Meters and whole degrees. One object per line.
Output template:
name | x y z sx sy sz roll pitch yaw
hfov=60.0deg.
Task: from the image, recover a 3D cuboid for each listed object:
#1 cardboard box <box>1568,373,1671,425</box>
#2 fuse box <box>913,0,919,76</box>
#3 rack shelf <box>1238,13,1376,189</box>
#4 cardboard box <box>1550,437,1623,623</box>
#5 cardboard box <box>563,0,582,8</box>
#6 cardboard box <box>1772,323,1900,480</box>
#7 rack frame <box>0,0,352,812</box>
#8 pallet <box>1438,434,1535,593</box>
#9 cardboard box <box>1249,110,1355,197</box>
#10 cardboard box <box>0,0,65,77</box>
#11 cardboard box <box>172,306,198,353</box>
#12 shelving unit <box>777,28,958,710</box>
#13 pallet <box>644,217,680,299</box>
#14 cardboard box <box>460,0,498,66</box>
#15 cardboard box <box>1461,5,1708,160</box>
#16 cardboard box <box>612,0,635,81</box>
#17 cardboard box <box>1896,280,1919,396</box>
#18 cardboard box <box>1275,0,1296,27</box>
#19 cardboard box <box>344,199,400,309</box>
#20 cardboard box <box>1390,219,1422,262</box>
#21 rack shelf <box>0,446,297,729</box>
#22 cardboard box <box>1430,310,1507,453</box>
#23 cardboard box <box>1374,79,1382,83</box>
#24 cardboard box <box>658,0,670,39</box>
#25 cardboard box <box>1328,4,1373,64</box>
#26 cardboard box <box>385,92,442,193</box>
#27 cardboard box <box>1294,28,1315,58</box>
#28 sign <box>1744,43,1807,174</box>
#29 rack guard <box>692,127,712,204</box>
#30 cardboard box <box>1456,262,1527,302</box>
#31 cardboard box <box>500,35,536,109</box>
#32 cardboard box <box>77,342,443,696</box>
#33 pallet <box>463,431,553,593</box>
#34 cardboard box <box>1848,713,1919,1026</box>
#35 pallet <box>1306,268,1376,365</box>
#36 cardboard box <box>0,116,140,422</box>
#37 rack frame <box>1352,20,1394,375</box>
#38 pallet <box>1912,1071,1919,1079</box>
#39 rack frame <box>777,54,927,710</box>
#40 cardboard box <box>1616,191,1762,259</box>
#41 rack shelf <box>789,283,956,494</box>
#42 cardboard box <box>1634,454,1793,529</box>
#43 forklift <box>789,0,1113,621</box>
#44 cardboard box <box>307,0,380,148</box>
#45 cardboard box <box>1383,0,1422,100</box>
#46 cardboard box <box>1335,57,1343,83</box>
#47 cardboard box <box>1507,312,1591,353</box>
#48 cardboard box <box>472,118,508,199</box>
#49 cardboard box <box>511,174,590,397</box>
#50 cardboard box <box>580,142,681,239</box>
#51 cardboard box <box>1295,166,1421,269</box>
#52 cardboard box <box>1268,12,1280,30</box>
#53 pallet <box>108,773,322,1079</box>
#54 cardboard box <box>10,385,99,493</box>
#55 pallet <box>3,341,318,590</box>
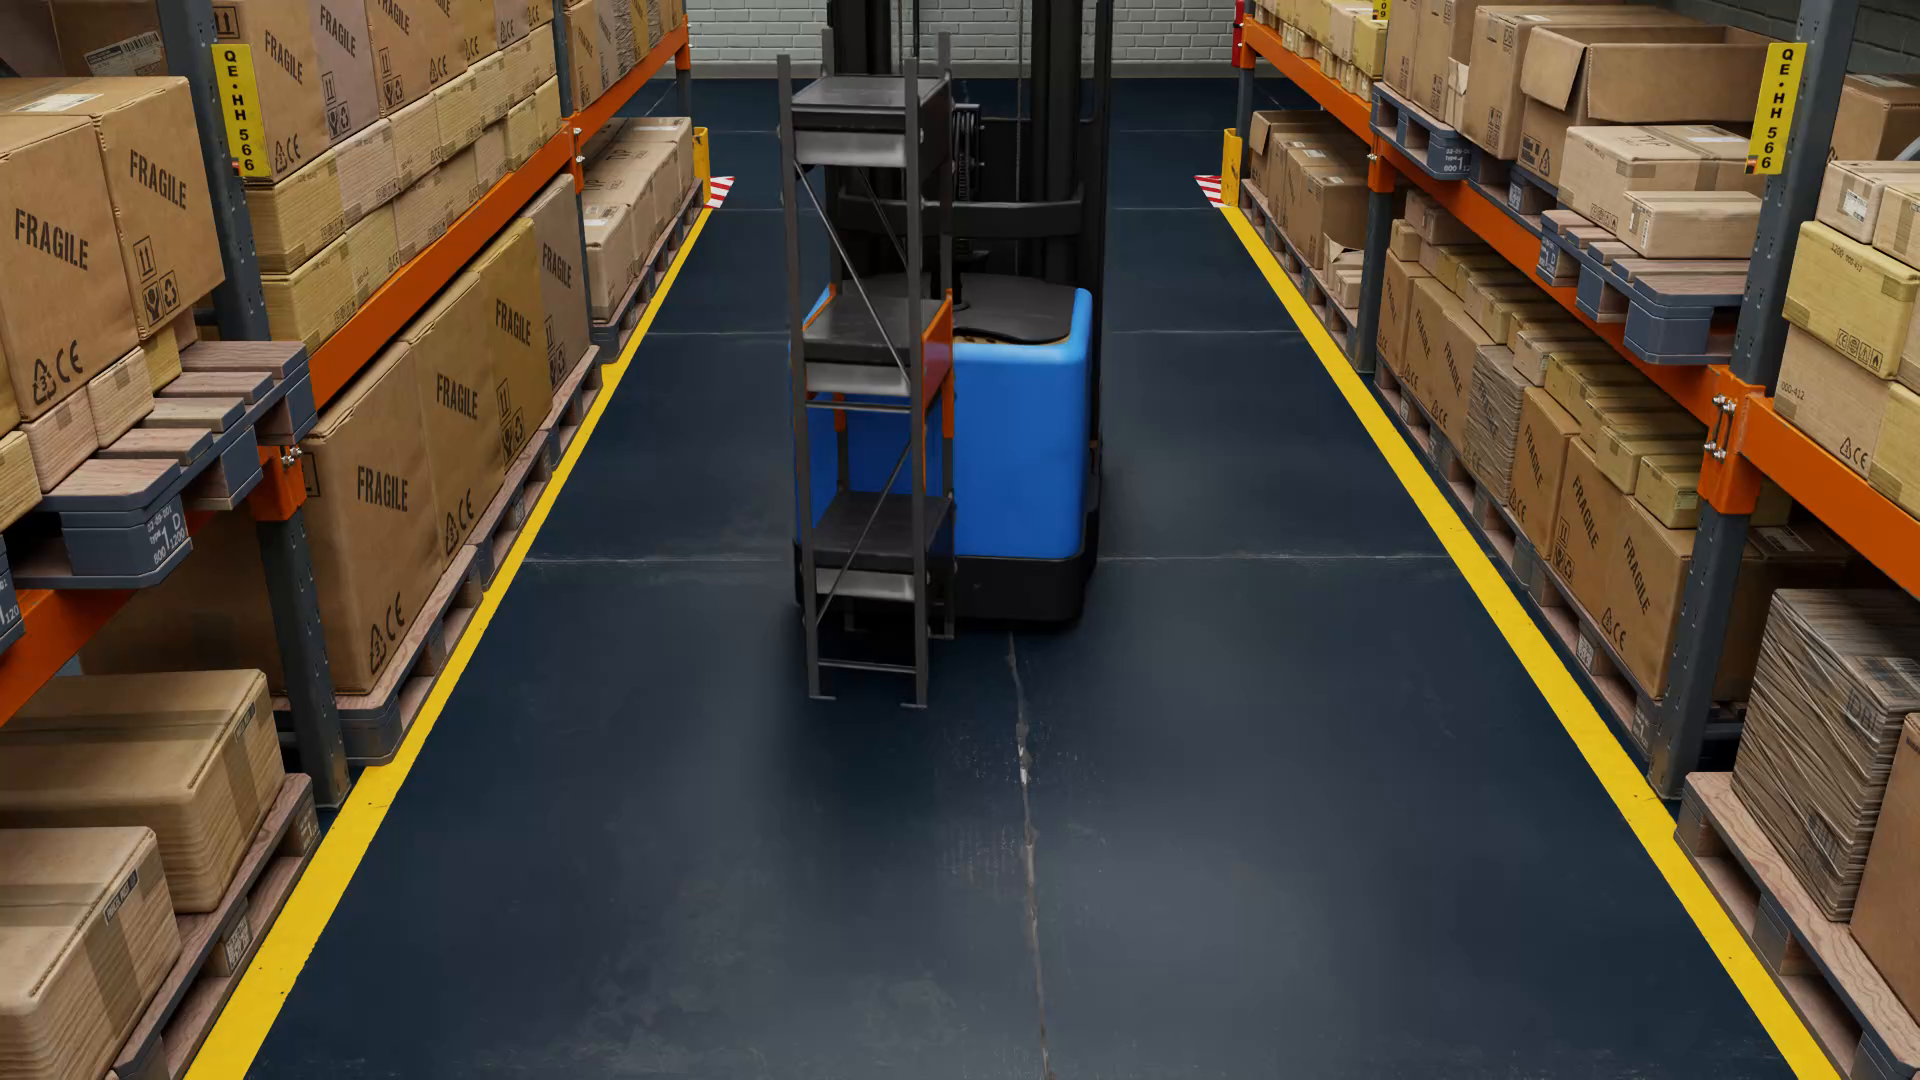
cardboard box | 2.401 -0.485 5.918 0.380 0.149 0.250 0 24 1
fuse box | -0.424 -5.563 16.972 0.539 1.711 0.414 0 24 -1
rack shelf | 2.544 -2.749 10.061 1.077 0.370 4.000 0 24 -1
cardboard box | 2.395 -0.036 5.714 0.500 0.500 0.500 -1 24 -1
cardboard box | -2.160 -2.927 8.247 0.500 0.500 0.500 0 24 0
cardboard box | 2.370 -0.352 4.070 0.500 0.250 0.500 0 24 0
rack frame | -2.354 -0.580 4.393 1.000 3.000 0.127 0 24 -1
pallet | 2.629 -0.143 6.810 1.003 0.211 1.213 0 24 -1
cardboard box | 2.434 -2.702 11.604 0.797 0.503 0.637 -1 24 -3
cardboard box | -2.621 -1.293 4.635 0.500 0.500 0.500 -1 24 -2
cardboard box | -2.115 -0.523 4.062 0.380 0.149 0.250 1 24 1
shelving unit | -0.267 -0.506 5.309 0.431 2.100 0.503 4 26 10
pallet | -2.343 -1.776 10.420 1.003 0.211 1.213 0 24 -1
cardboard box | -2.142 -2.125 6.473 0.500 0.500 0.500 0 24 1
cardboard box | 2.362 -1.752 6.353 0.700 0.500 0.500 0 24 -1
cardboard box | -2.141 -2.881 9.359 0.500 0.500 0.500 0 24 0
cardboard box | 2.375 -0.373 3.511 0.500 0.250 0.500 0 24 1
cardboard box | 2.273 -3.363 10.367 0.500 0.250 0.500 -1 24 -2
cardboard box | -2.131 -0.926 5.340 0.500 0.250 0.500 -1 24 -2
cardboard box | 2.304 -1.451 8.056 0.380 0.149 0.250 1 24 2
rack shelf | -2.332 0.572 2.719 1.077 0.370 4.000 0 24 -1
cardboard box | 2.363 -0.679 7.136 0.500 0.500 0.500 -1 24 -2
cardboard box | 2.310 -2.268 8.430 0.380 0.149 0.250 0 24 0
cardboard box | -2.180 -3.518 10.767 0.500 0.500 0.500 -1 24 -2
cardboard box | 2.296 -2.735 8.978 0.500 0.250 0.500 0 24 0
cardboard box | -2.110 -1.368 5.710 0.500 0.250 0.500 0 24 -1
cardboard box | 2.239 -3.010 10.070 0.380 0.149 0.250 0 24 1
sign | 2.067 -1.089 4.210 0.100 0.325 0.005 0 24 -1
rack guard | -2.441 -2.748 12.219 1.175 0.500 0.348 0 24 -1
cardboard box | 2.415 -1.119 7.321 0.380 0.149 0.250 -1 24 -1
cardboard box | -2.136 -2.002 7.111 0.500 0.250 0.500 0 24 1
cardboard box | -2.278 -0.089 5.375 0.875 0.875 0.875 0 24 -1
pallet | -2.297 -0.136 6.796 1.003 0.211 1.213 0 24 -1
cardboard box | 2.618 0.813 3.685 0.875 0.625 0.625 1 24 1
pallet | 2.560 -1.265 9.291 1.003 0.211 1.213 0 24 -1
cardboard box | -2.054 -0.554 3.342 0.500 0.500 0.500 -1 24 -1
rack frame | 2.566 -2.252 8.090 1.000 3.000 0.127 0 24 -1
pallet | 2.590 1.507 3.161 1.003 0.211 1.213 0 24 -1
rack frame | -0.311 -0.403 5.092 0.400 2.100 0.015 4 26 10
cardboard box | 2.219 -0.950 5.006 0.380 0.149 0.250 0 24 0
rack shelf | -0.267 -0.493 5.315 0.431 0.518 0.480 4 26 10
cardboard box | 2.351 -0.154 5.188 0.380 0.149 0.250 -1 24 -3
forklift | 0.063 -1.618 6.770 1.130 2.935 3.031 2 24 5
cardboard box | -2.129 -1.490 5.070 0.500 0.500 0.500 0 24 0
cardboard box | 2.348 -2.289 7.540 0.700 0.500 0.500 0 24 1
cardboard box | 2.283 -2.591 9.143 0.380 0.149 0.250 0 24 1
cardboard box | 2.413 -0.803 6.621 0.380 0.149 0.250 0 24 0
cardboard box | -2.149 -1.559 6.738 0.500 0.250 0.500 -1 24 -2
cardboard box | -2.310 -1.197 7.825 0.875 0.875 0.875 0 24 1
cardboard box | -2.315 -2.252 10.689 0.875 0.438 0.875 0 24 1
cardboard box | 2.416 -1.920 9.880 0.700 0.500 0.500 -1 24 -3
cardboard box | 2.301 -3.545 11.253 0.380 0.149 0.250 0 24 1
pallet | -2.346 1.012 4.256 1.003 0.211 1.213 0 24 -1
cardboard box | -1.997 -0.206 3.360 0.380 0.149 0.250 -1 24 -3
pallet | -2.239 -0.200 3.784 1.213 0.211 1.003 0 24 -1
